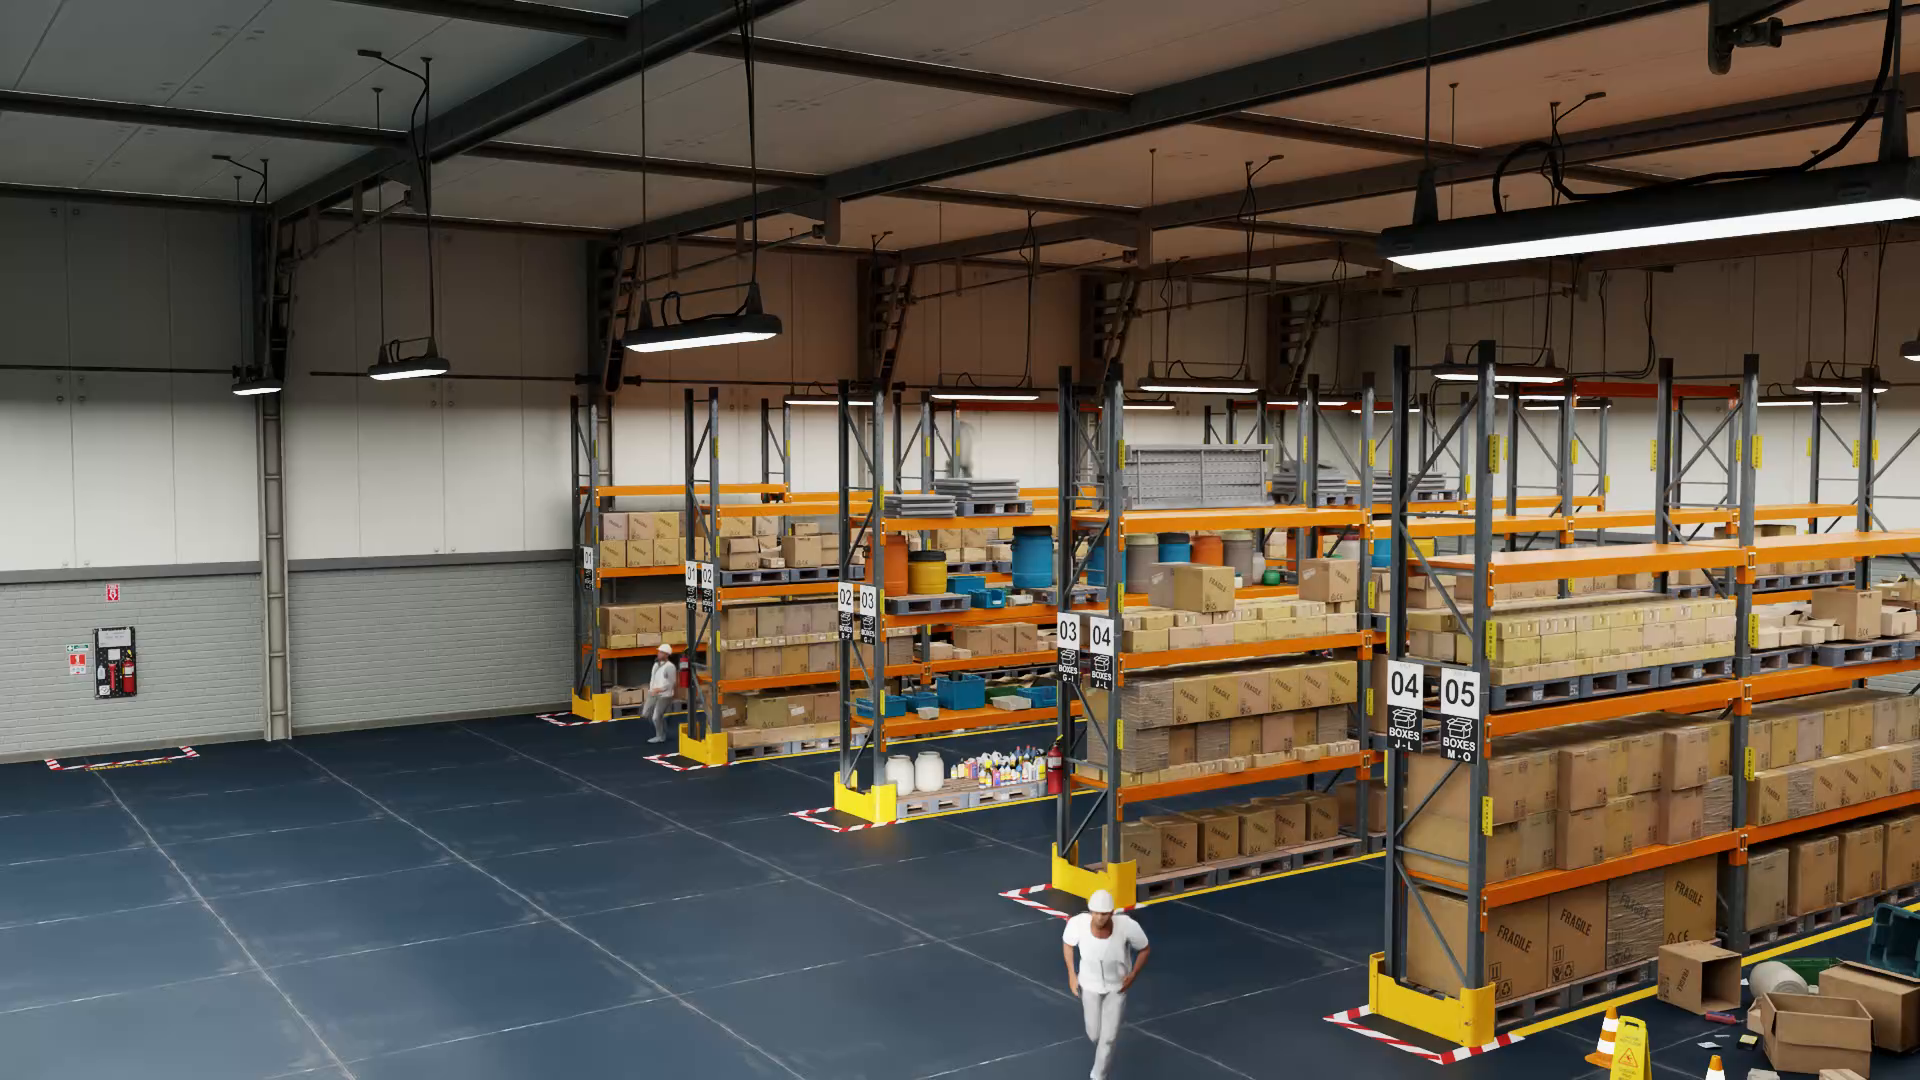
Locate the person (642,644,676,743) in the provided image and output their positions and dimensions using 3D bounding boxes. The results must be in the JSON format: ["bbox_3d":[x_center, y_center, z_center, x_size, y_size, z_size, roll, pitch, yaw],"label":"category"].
[{"bbox_3d":[-5.082,2.620,28.299,0.691,1.715,0.525,3,5,43],"label":"person"}]

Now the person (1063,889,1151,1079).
[{"bbox_3d":[1.164,3.546,13.199,0.701,1.702,0.920,1,3,9],"label":"person"}]
